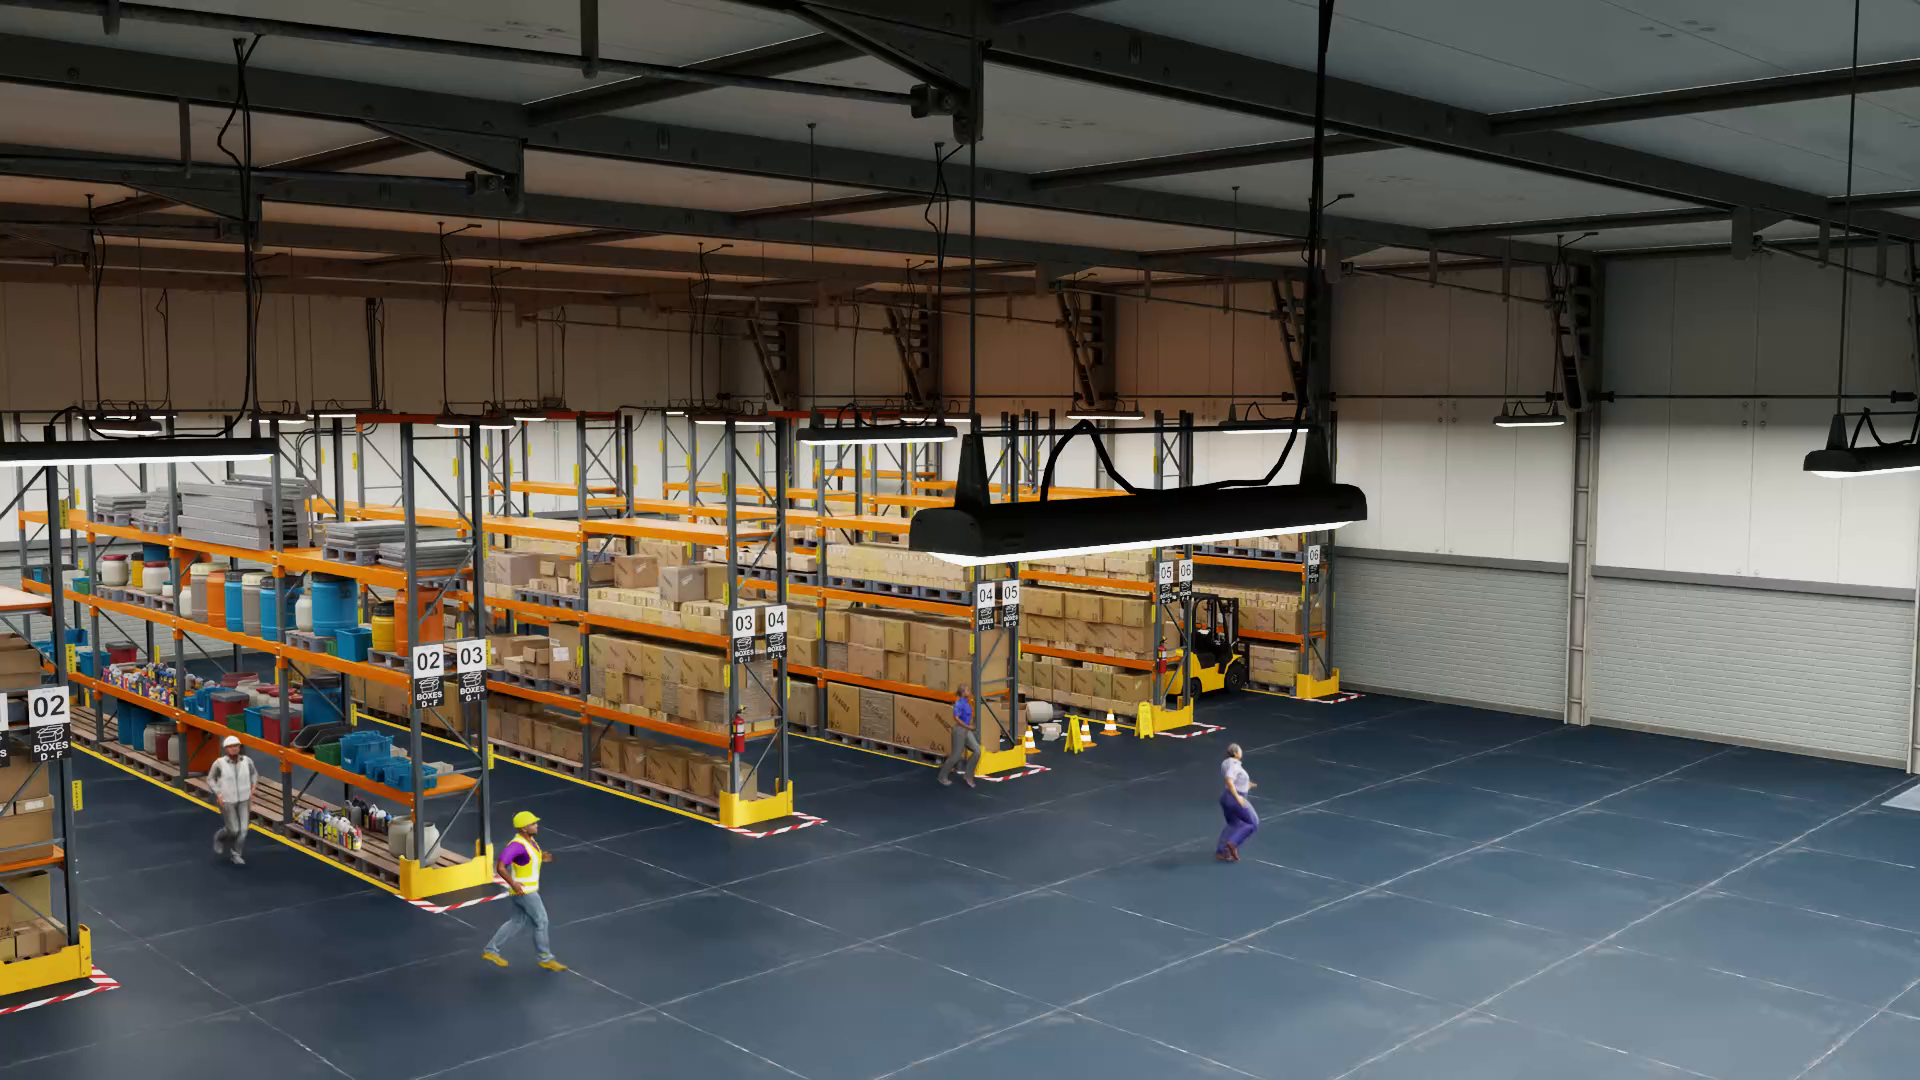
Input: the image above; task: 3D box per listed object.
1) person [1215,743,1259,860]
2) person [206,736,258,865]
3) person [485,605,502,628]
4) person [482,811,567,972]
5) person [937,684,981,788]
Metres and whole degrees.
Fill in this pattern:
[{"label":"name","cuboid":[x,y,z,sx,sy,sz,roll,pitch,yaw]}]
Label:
[{"label":"person","cuboid":[3.777,3.557,22.625,0.598,1.610,0.592,-1,5,-16]},{"label":"person","cuboid":[-9.835,3.514,22.560,0.656,1.746,0.627,-4,7,-42]},{"label":"person","cuboid":[-11.362,1.982,40.483,0.553,1.742,0.681,3,6,30]},{"label":"person","cuboid":[-4.805,3.859,18.269,0.902,1.798,0.675,-1,5,-15]},{"label":"person","cuboid":[0.015,3.183,27.073,0.676,1.671,0.662,2,5,18]}]
